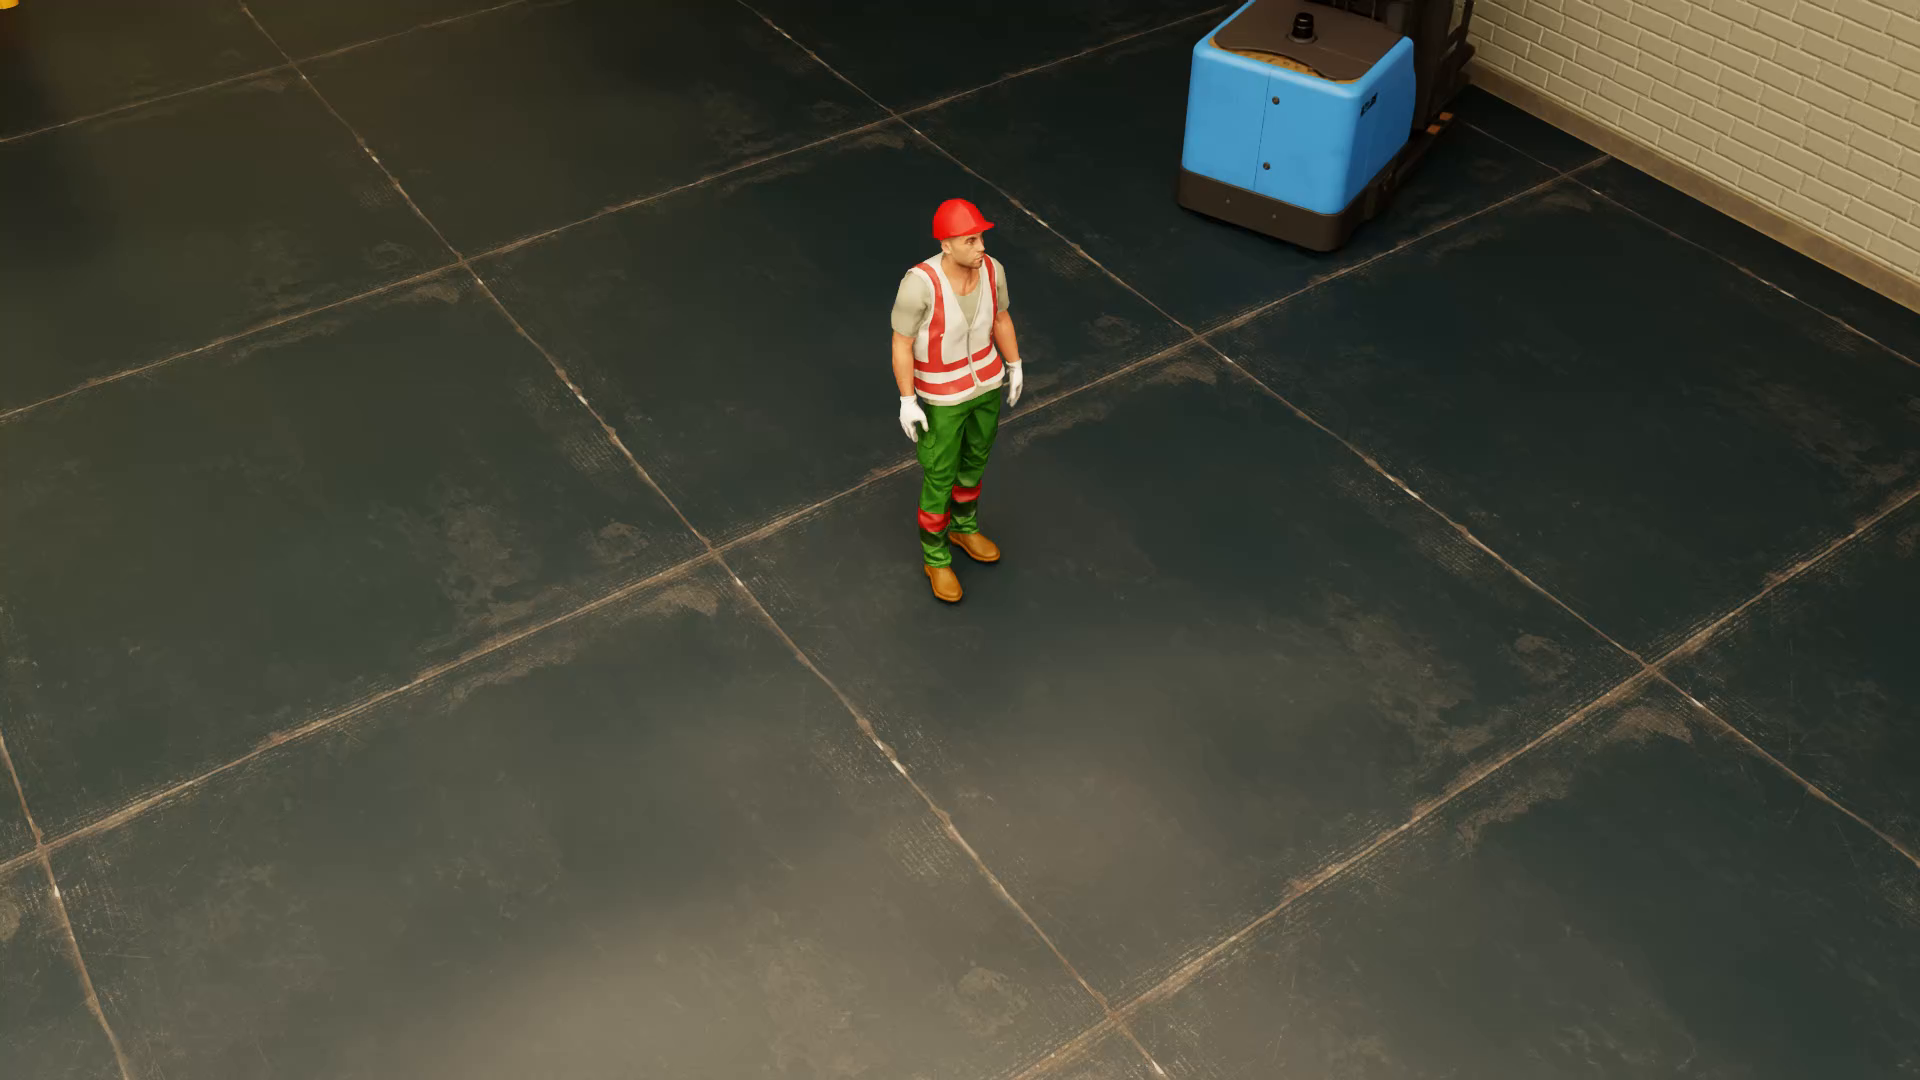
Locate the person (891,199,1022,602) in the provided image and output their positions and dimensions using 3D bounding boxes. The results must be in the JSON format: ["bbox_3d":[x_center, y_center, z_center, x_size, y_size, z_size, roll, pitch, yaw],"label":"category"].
[{"bbox_3d":[0.038,-0.614,7.214,0.638,1.789,0.562,-25,48,-25],"label":"person"}]

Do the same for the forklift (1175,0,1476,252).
[{"bbox_3d":[2.532,-3.706,9.737,1.130,2.935,3.031,24,48,24],"label":"forklift"}]
